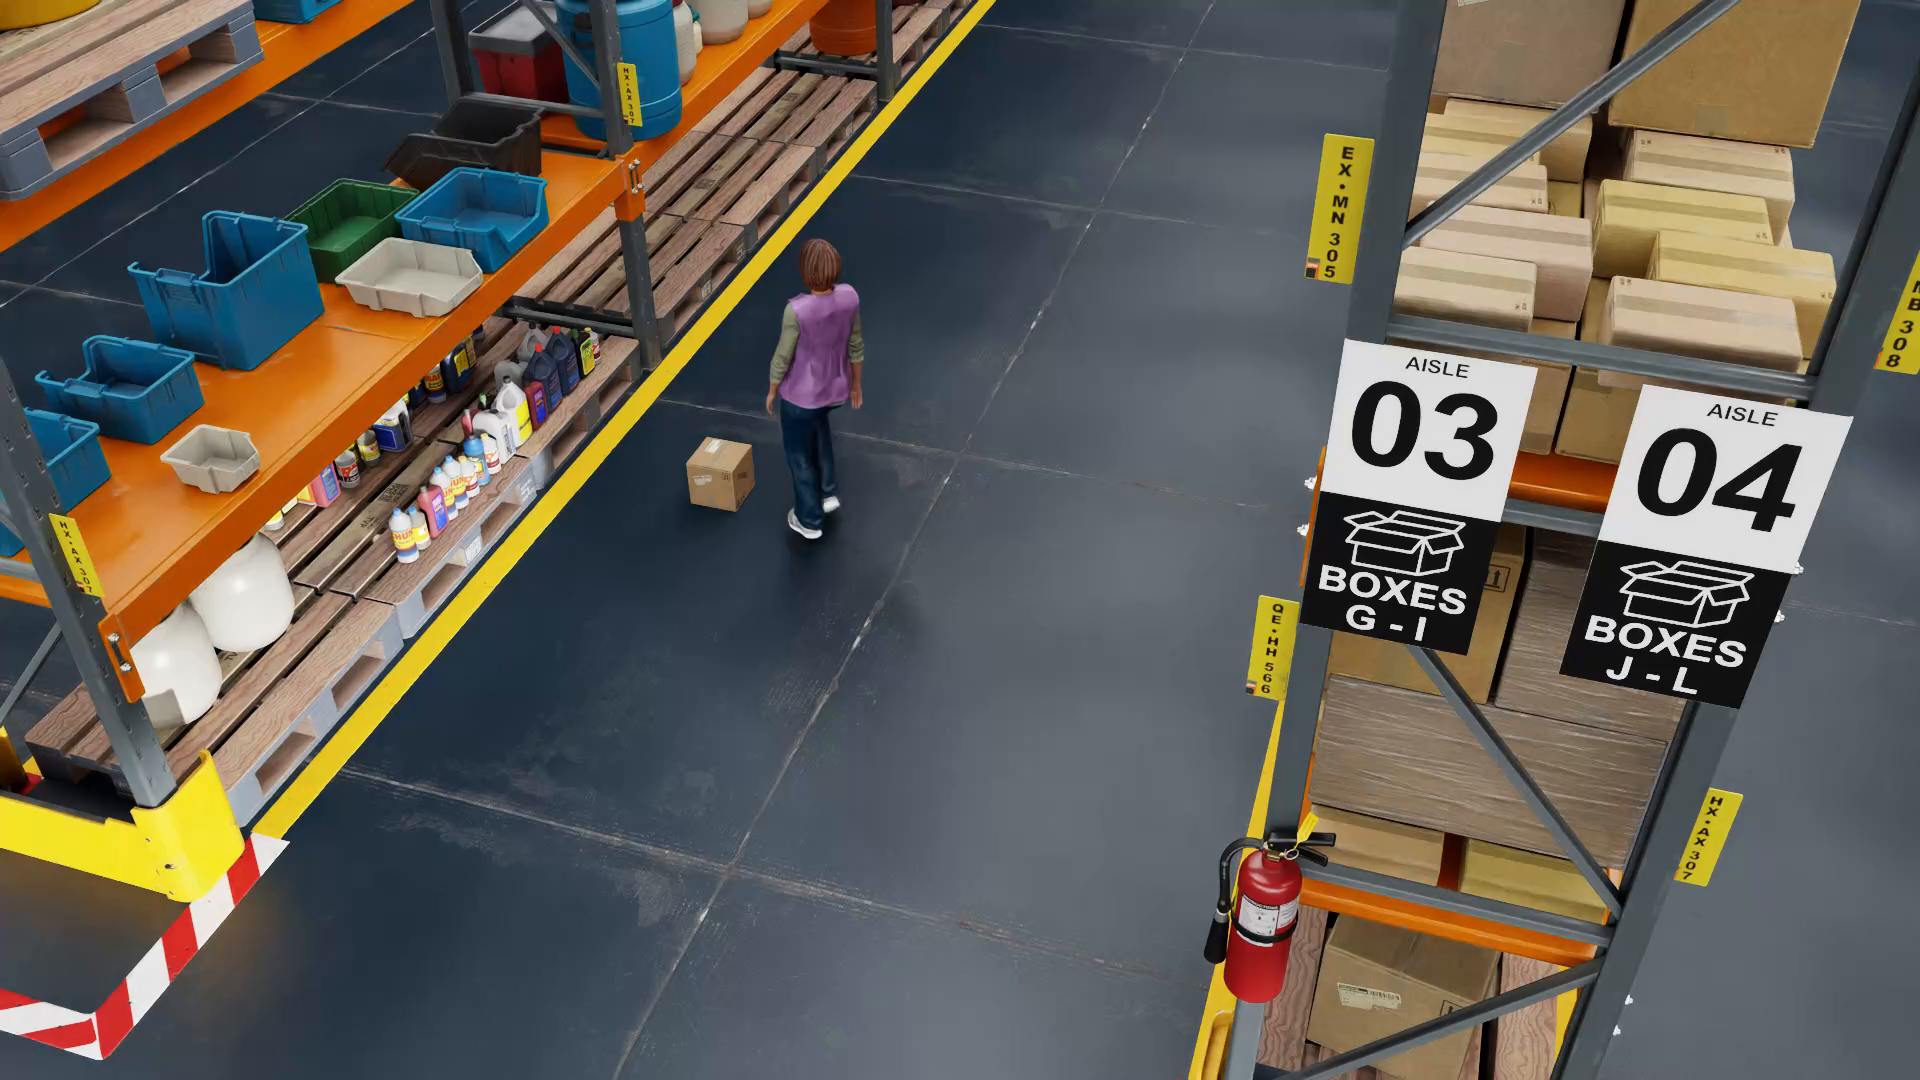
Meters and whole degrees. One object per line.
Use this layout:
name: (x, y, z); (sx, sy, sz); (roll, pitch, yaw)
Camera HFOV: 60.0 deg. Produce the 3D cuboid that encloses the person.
person: (-0.677, -0.694, 7.780); (0.441, 1.604, 0.344); (-24, 43, -27)
